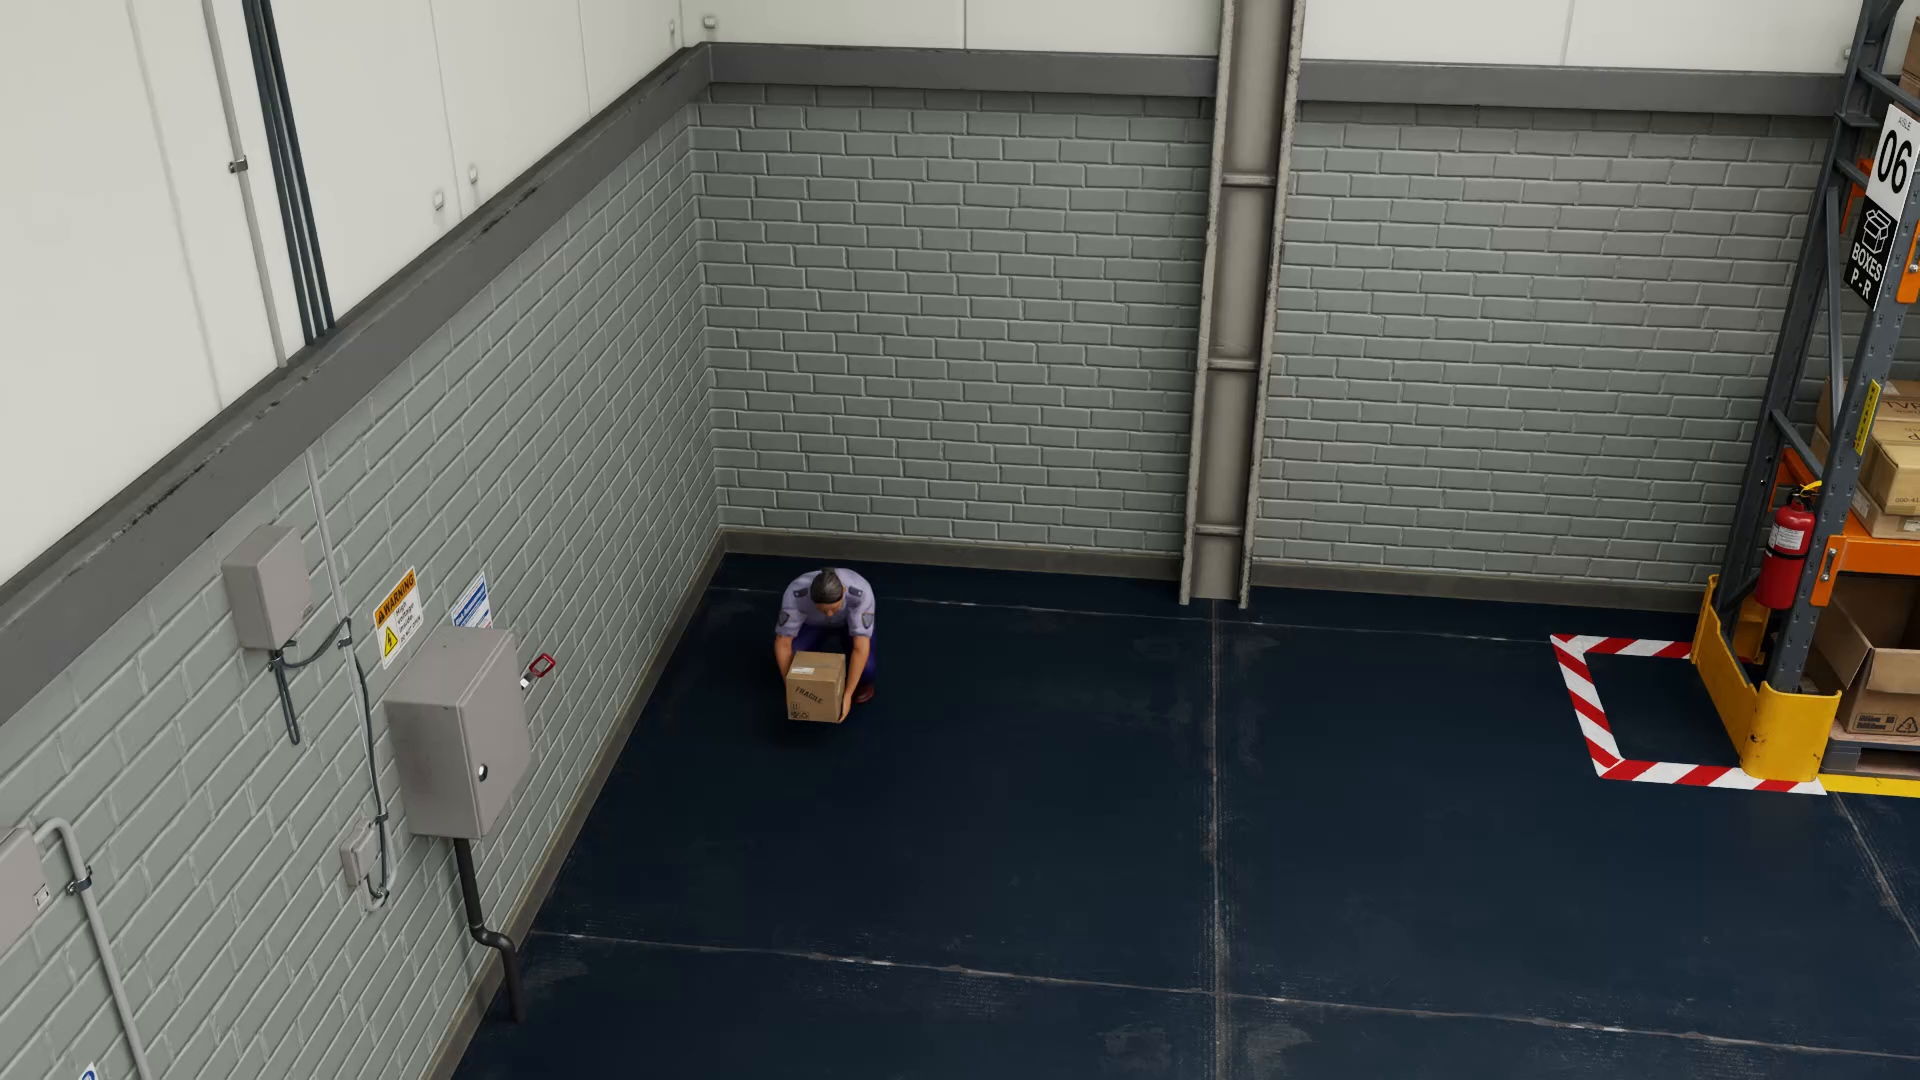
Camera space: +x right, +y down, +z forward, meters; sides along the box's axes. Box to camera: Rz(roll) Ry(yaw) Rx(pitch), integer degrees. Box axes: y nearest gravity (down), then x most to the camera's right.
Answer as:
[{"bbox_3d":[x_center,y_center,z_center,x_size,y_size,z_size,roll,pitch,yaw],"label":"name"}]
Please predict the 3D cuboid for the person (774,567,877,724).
[{"bbox_3d":[-0.677,0.459,8.568,0.530,0.923,0.839,3,29,6],"label":"person"}]
